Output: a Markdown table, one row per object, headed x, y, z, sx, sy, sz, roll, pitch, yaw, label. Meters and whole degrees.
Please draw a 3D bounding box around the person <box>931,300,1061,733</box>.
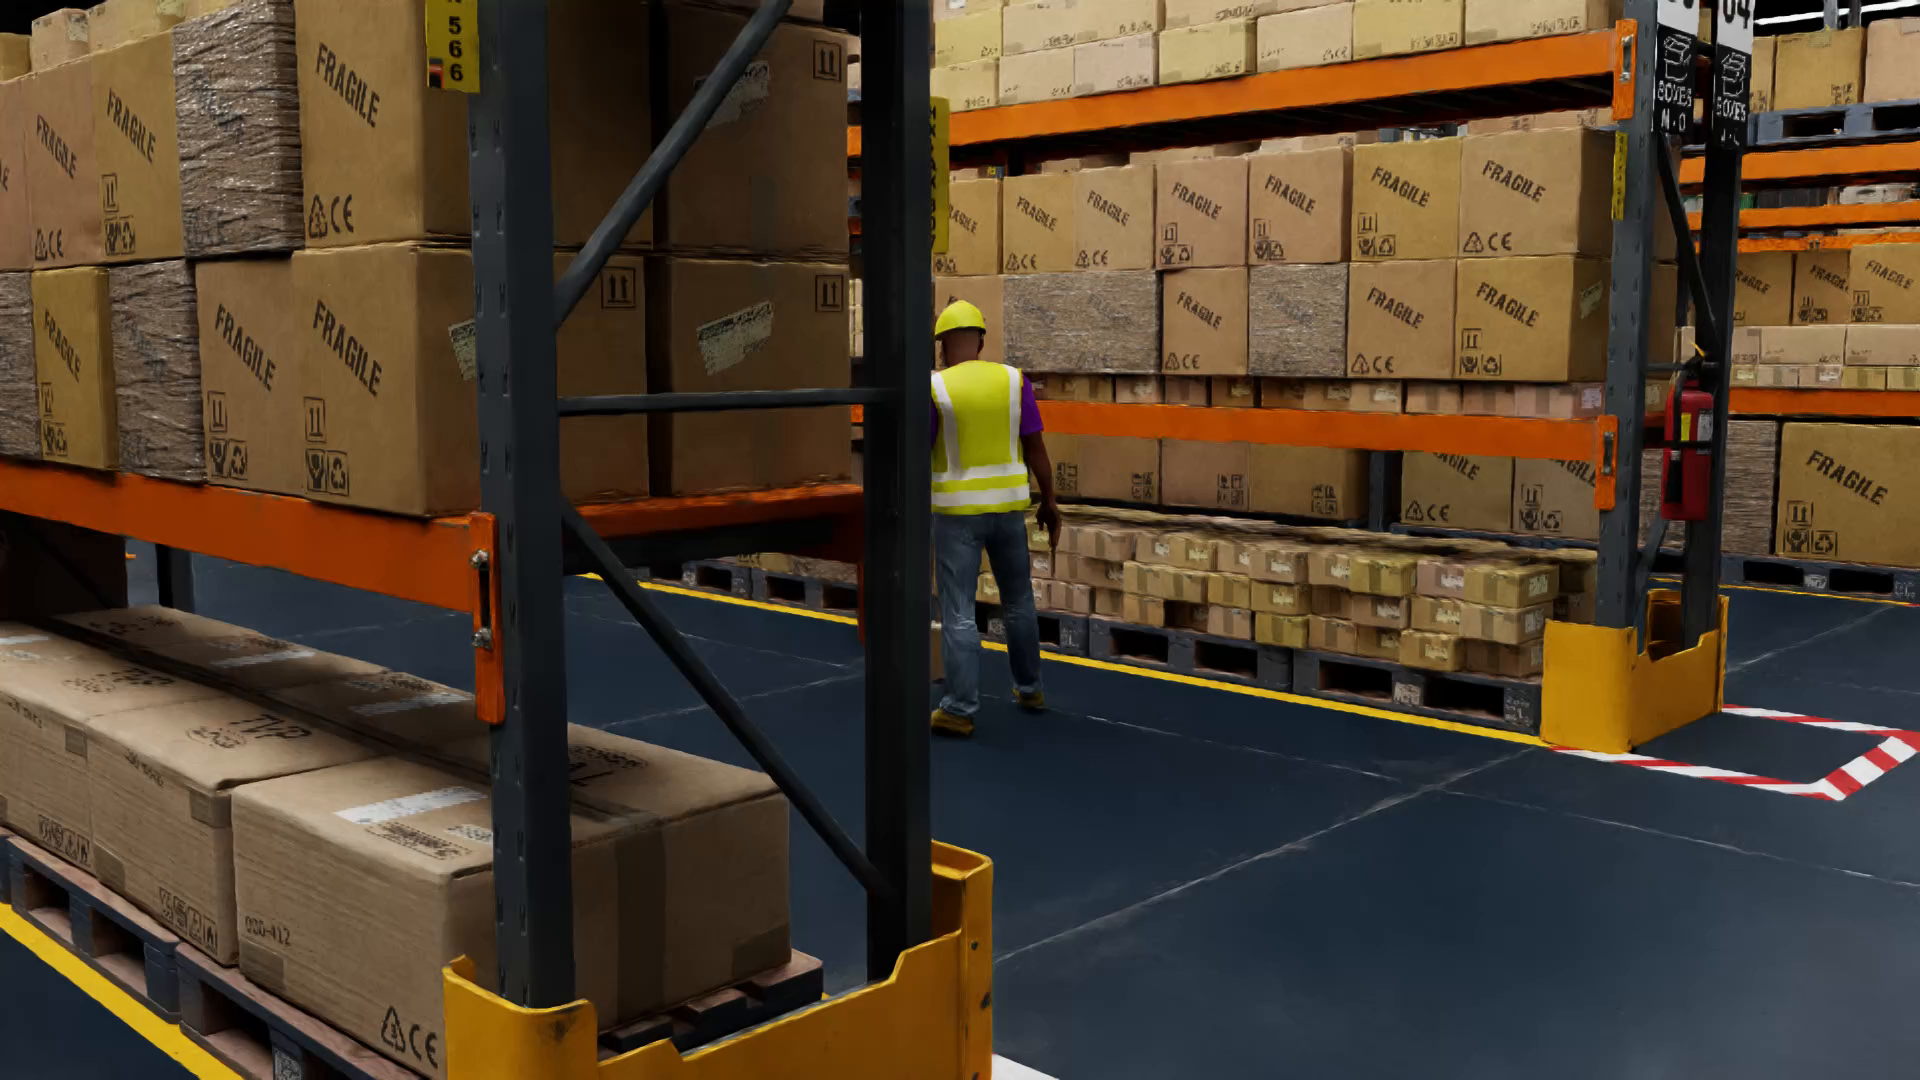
| x | y | z | sx | sy | sz | roll | pitch | yaw | label |
| --- | --- | --- | --- | --- | --- | --- | --- | --- | --- |
| 0.084 | -0.122 | 6.998 | 0.739 | 1.753 | 0.629 | -2 | 7 | -18 | person |
